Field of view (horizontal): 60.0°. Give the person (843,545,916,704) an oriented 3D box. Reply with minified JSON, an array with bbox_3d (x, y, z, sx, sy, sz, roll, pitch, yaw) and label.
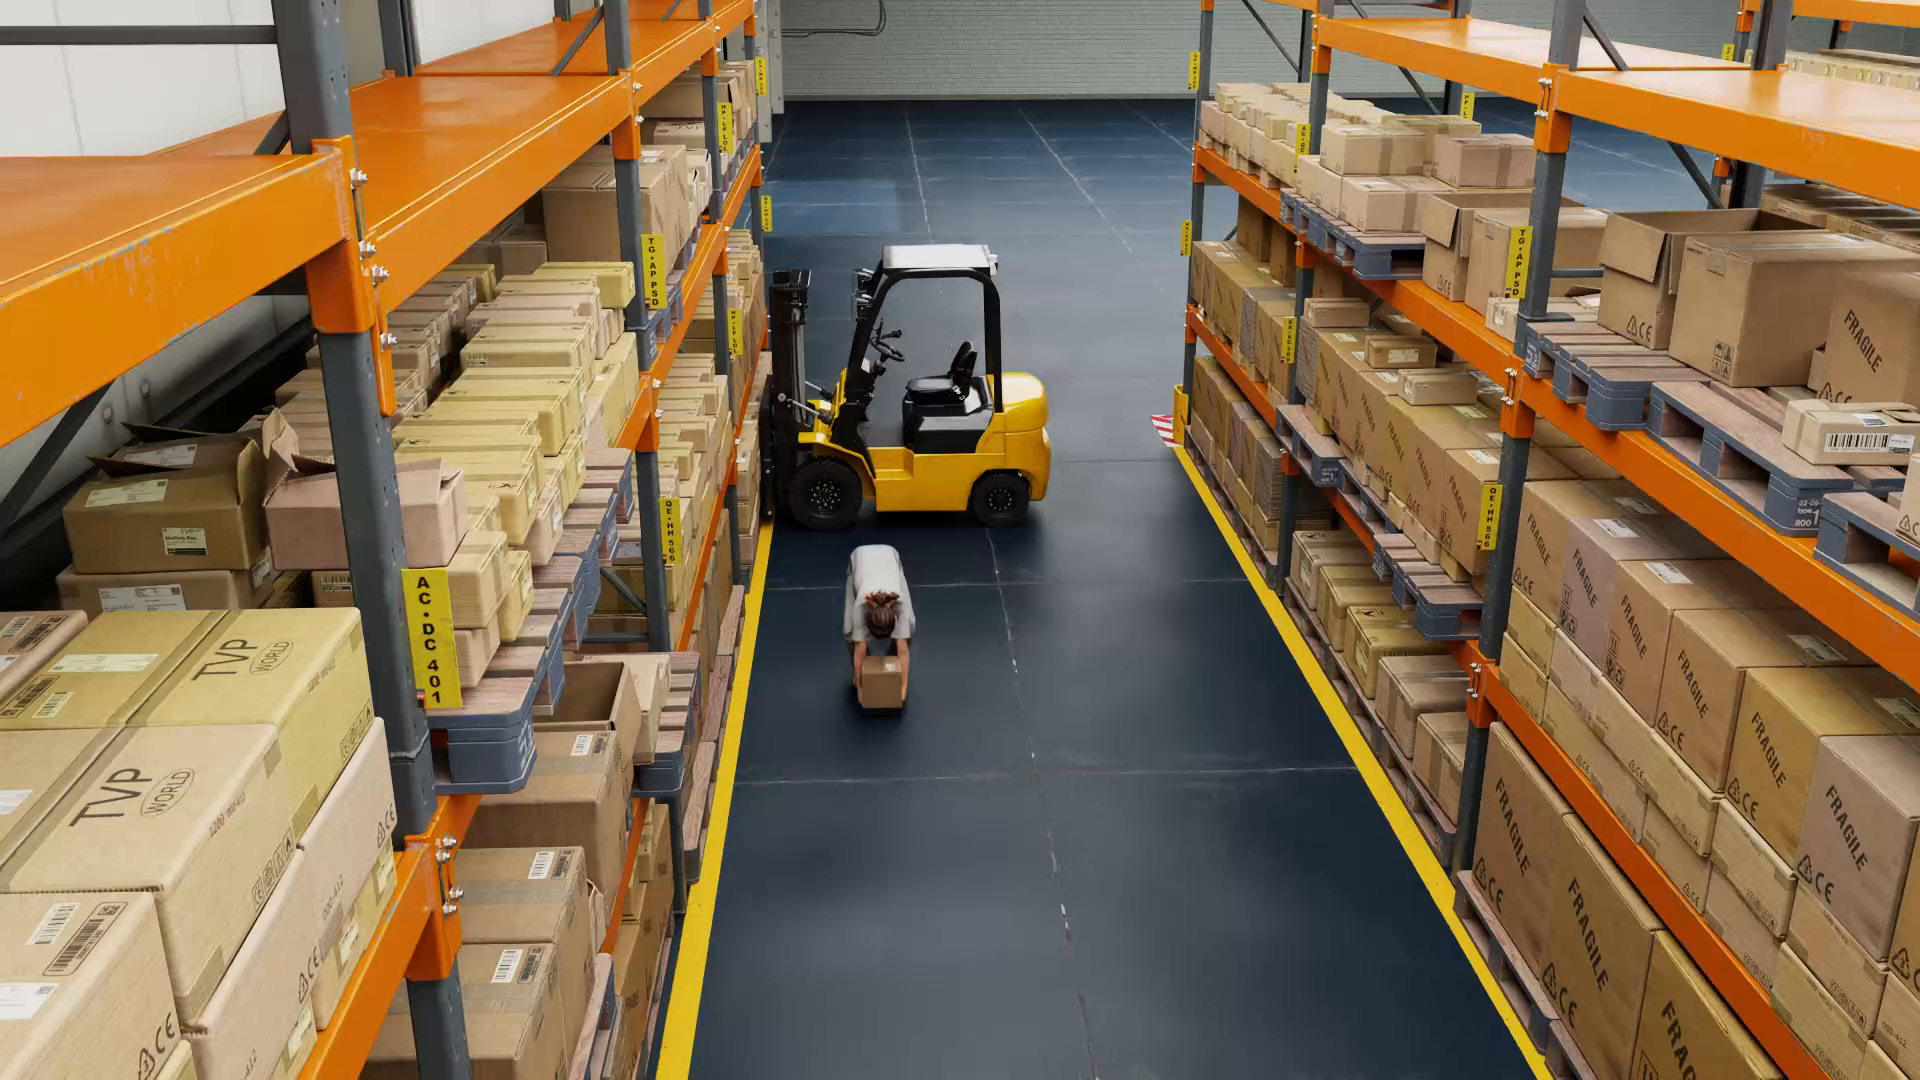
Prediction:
[{"bbox_3d":[-0.519,0.551,10.699,0.471,0.907,0.850,-2,21,-6],"label":"person"}]
